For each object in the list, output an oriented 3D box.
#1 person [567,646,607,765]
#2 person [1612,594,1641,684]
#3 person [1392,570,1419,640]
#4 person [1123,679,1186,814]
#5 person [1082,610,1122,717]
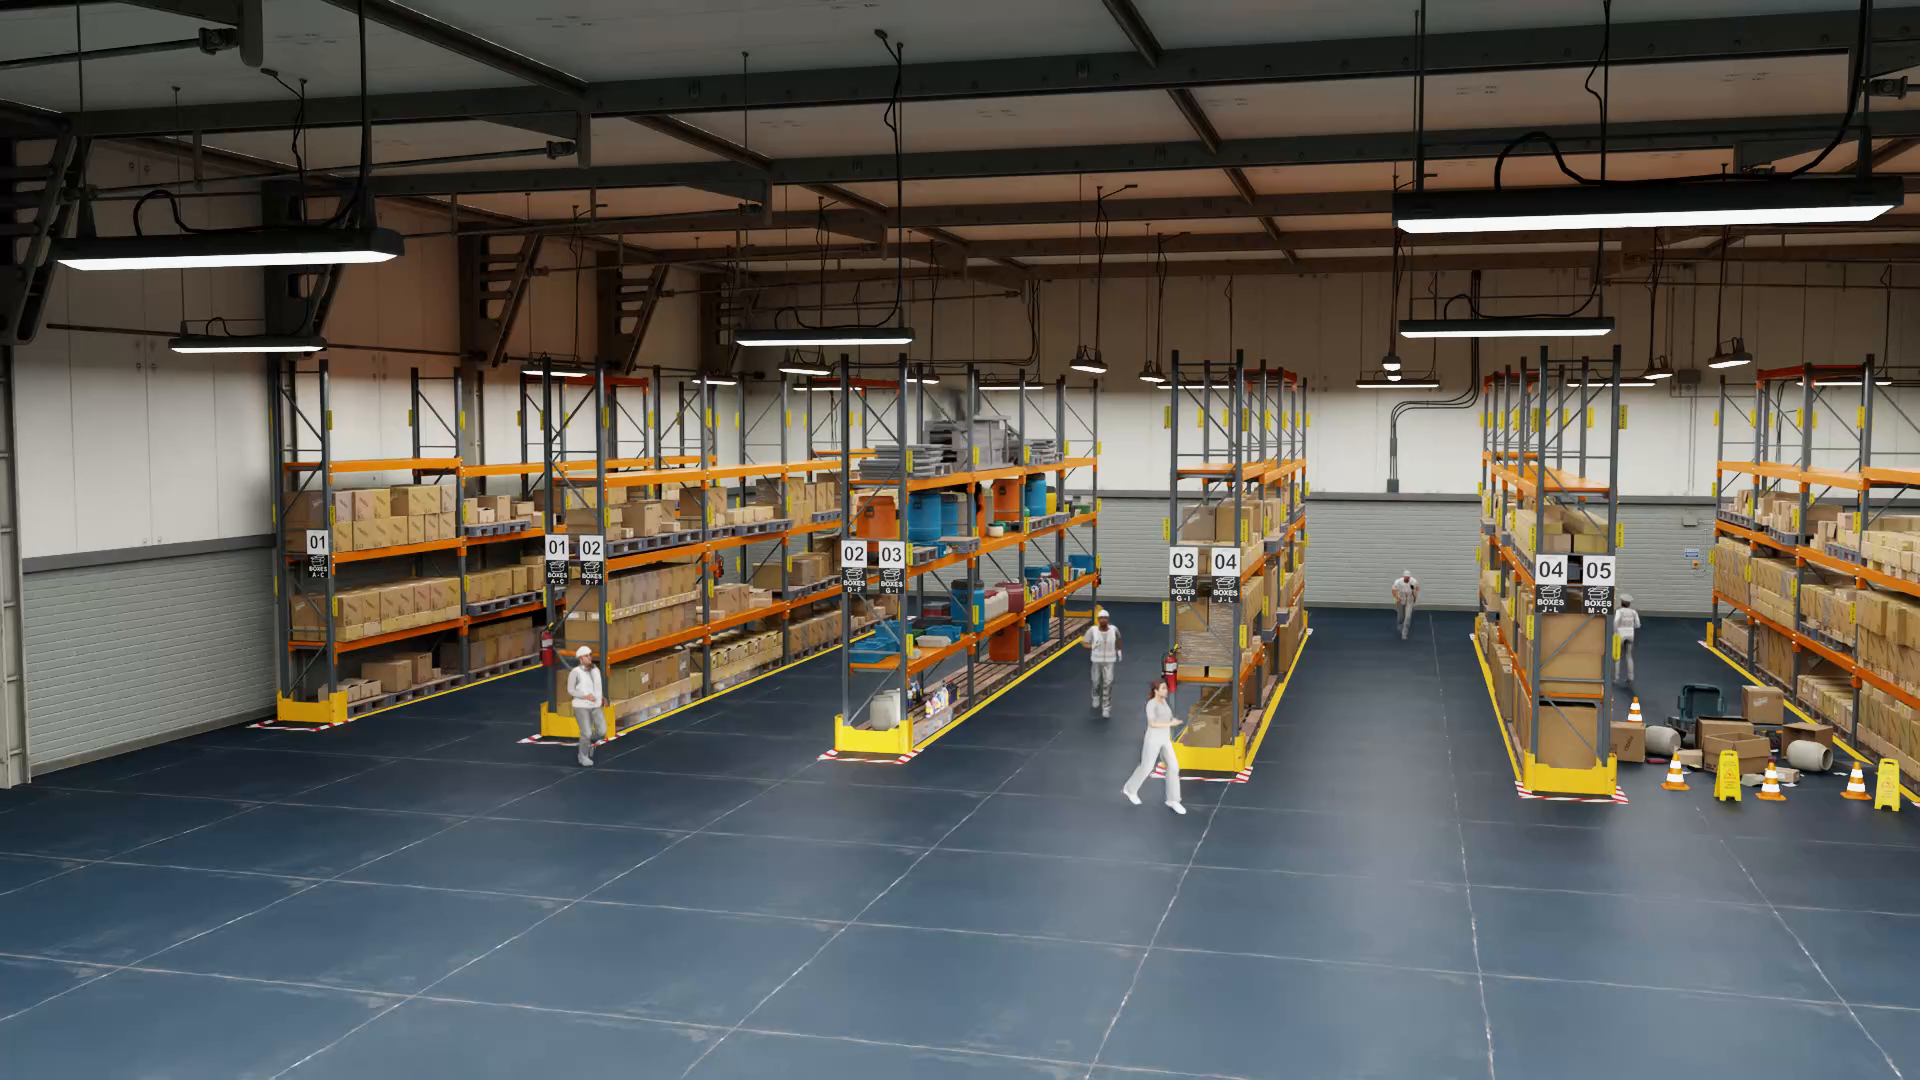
[{"bbox_3d":[-5.372,2.406,24.117,0.569,1.730,0.653,4,6,44],"label":"person"},{"bbox_3d":[12.551,1.898,31.377,0.598,1.738,0.779,0,4,7],"label":"person"},{"bbox_3d":[10.253,1.480,38.317,0.615,1.624,0.965,0,4,5],"label":"person"},{"bbox_3d":[2.500,2.613,21.322,0.909,1.697,0.543,3,5,40],"label":"person"},{"bbox_3d":[2.413,2.063,28.182,0.704,1.767,0.943,0,4,-2],"label":"person"}]
